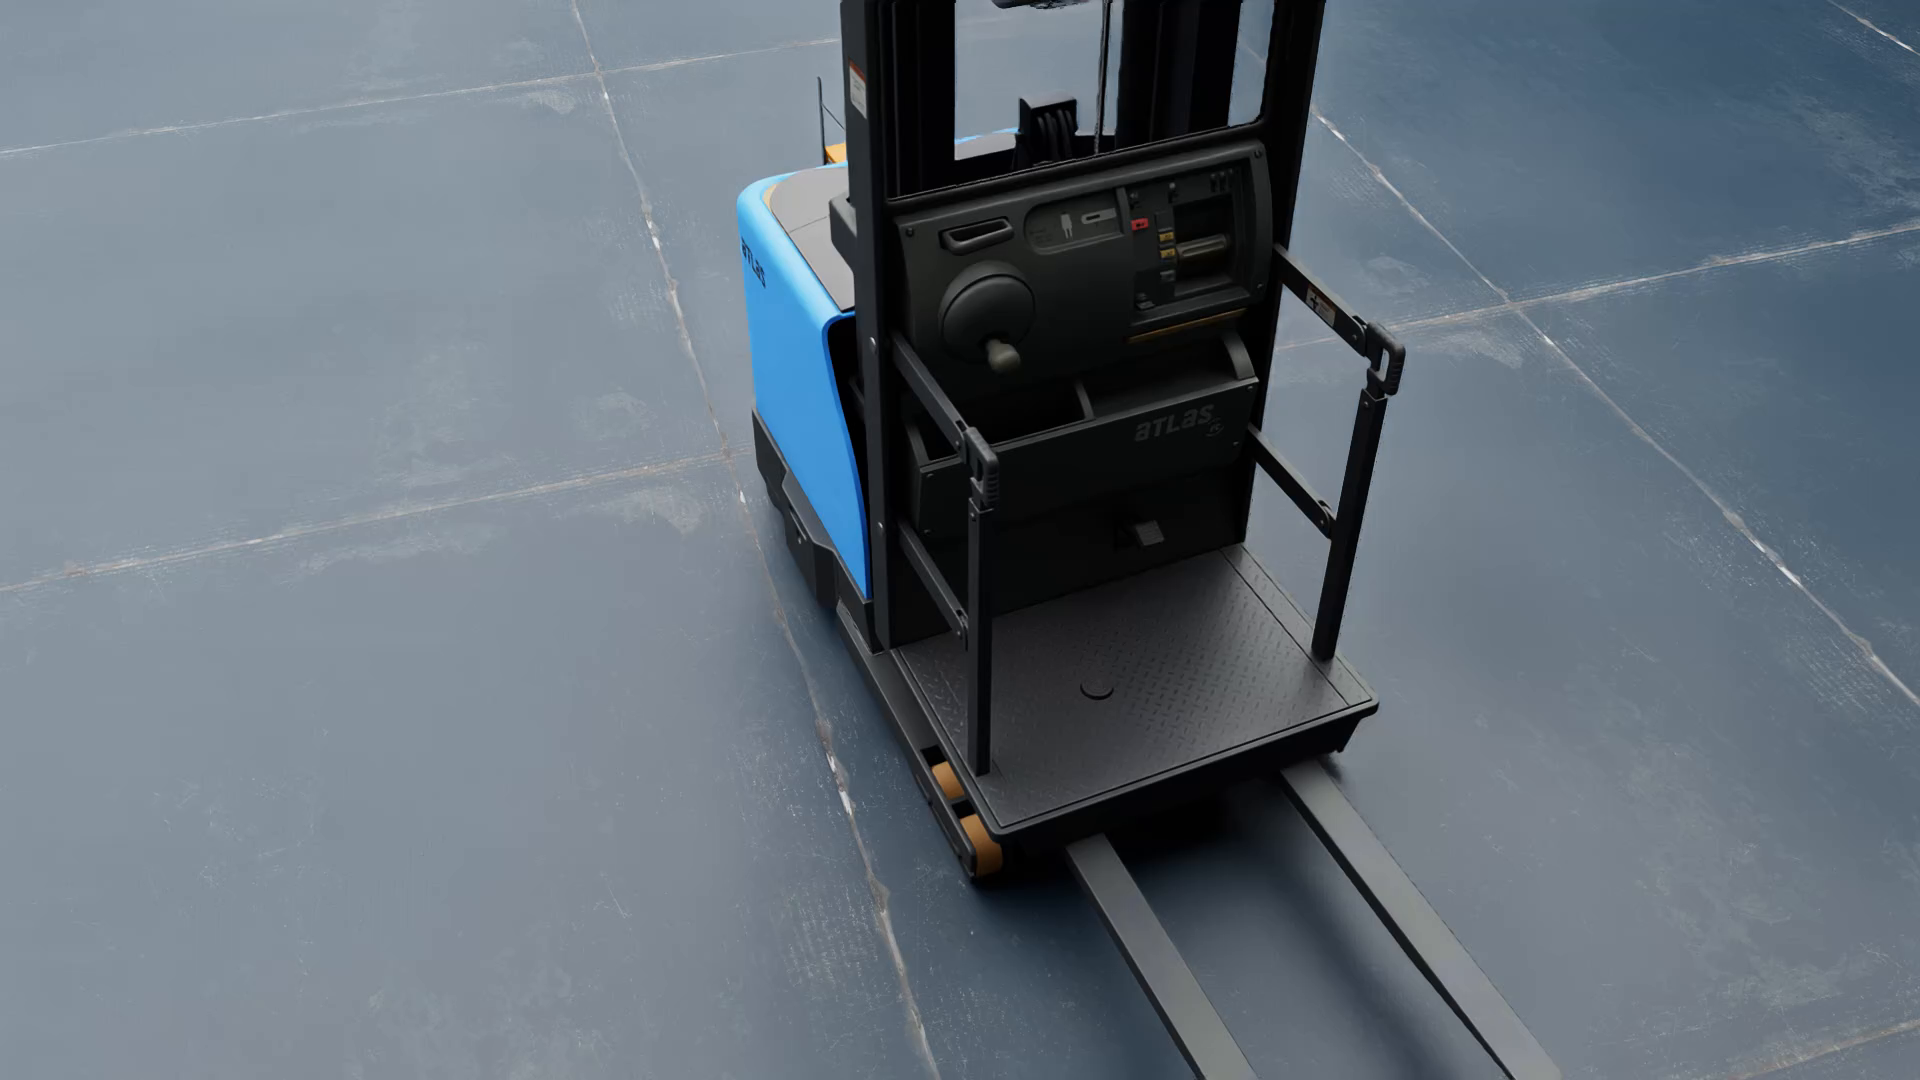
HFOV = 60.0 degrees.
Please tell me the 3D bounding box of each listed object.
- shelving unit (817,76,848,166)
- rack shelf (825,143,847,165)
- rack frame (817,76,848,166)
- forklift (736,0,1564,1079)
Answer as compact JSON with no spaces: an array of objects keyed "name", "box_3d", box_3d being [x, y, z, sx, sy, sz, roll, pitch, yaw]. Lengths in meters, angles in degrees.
[{"name":"shelving unit","box_3d":[-0.297,-0.908,5.377,0.189,1.200,0.258,-17,44,-19]},{"name":"rack shelf","box_3d":[-0.297,-1.145,5.169,0.180,0.103,0.258,-17,44,-19]},{"name":"rack frame","box_3d":[-0.380,-0.882,5.348,0.006,1.200,0.240,-17,44,-19]},{"name":"forklift","box_3d":[0.391,-0.566,3.670,1.130,2.935,3.031,-16,44,-18]}]
